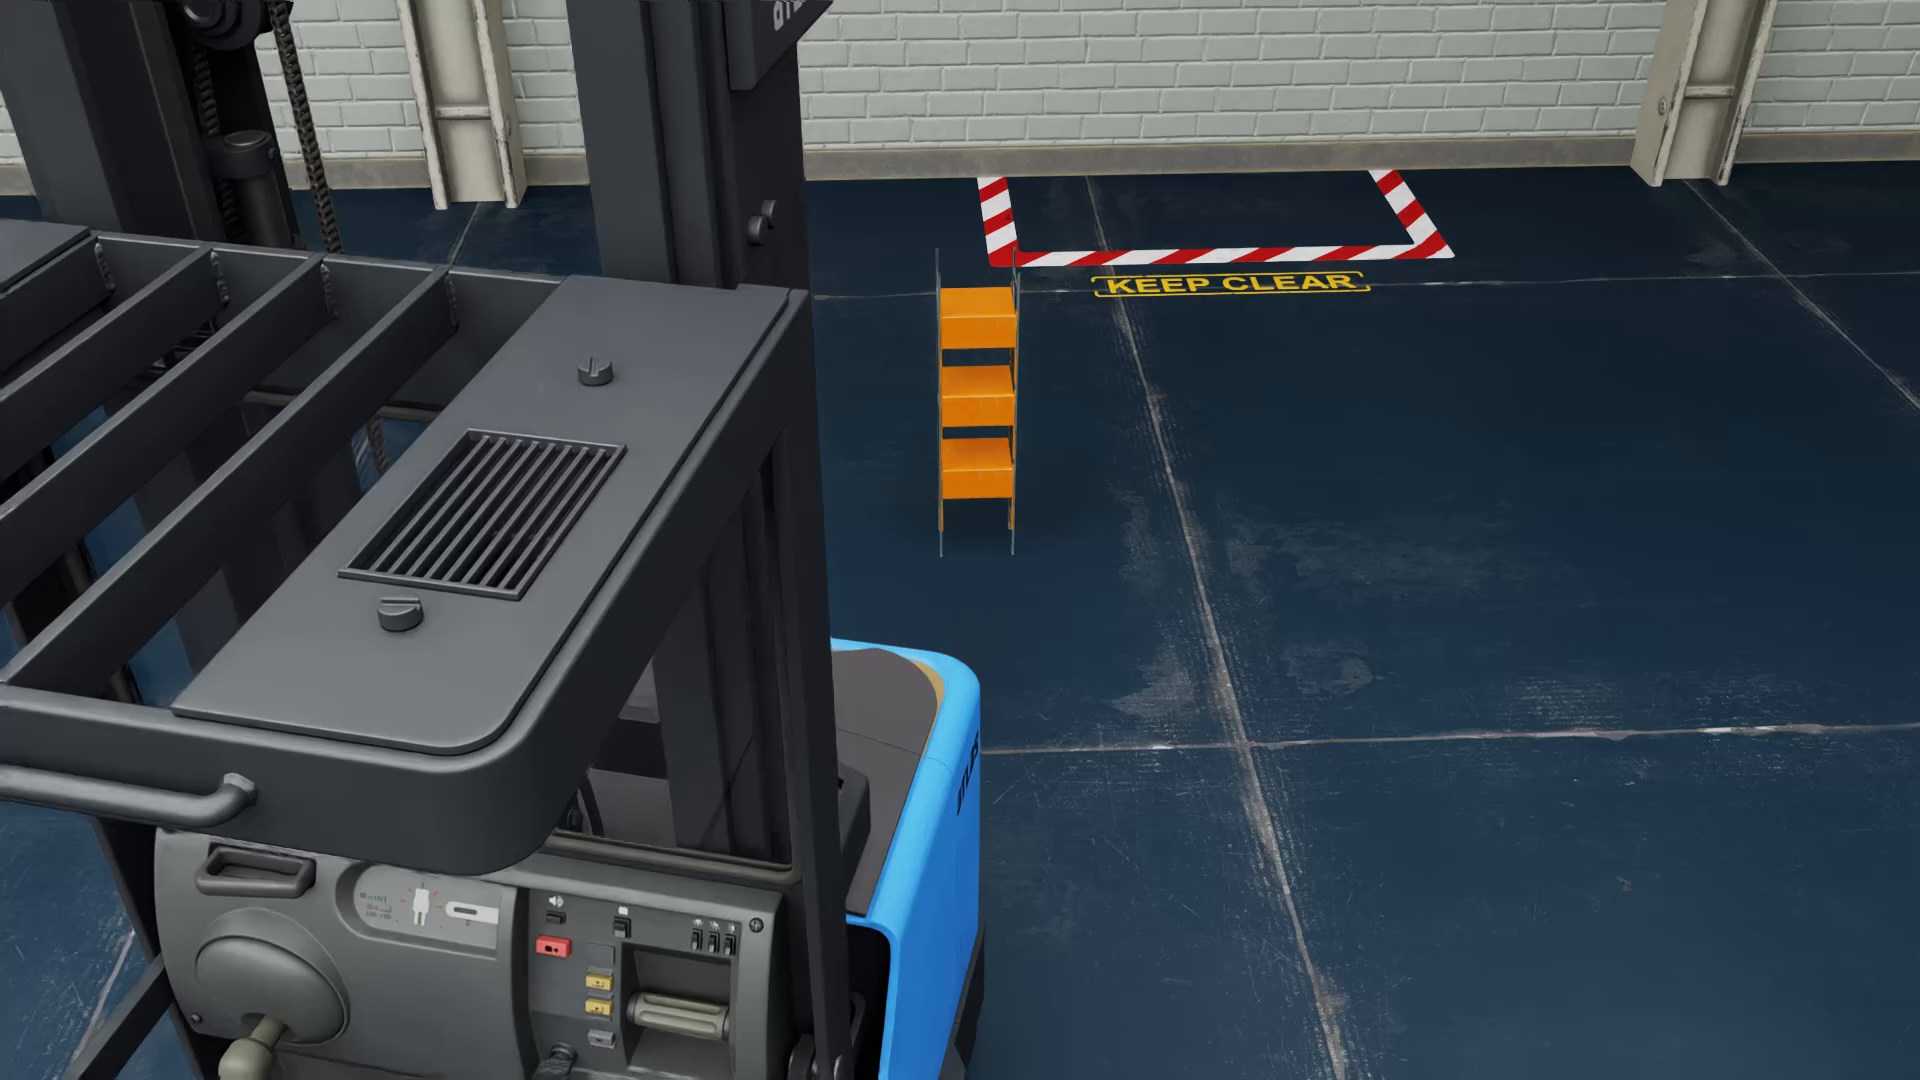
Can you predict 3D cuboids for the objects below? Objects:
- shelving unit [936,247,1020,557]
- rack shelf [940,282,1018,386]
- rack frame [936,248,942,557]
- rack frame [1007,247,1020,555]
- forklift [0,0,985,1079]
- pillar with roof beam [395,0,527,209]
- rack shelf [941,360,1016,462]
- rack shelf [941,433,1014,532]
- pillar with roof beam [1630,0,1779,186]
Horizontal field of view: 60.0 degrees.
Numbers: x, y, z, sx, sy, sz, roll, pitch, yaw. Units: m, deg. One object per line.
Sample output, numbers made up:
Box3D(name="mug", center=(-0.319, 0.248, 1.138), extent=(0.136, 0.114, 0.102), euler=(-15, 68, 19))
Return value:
Box3D(name="shelving unit", center=(0.053, -0.433, 5.453), extent=(0.252, 1.050, 0.215), euler=(-2, 35, -2))
Box3D(name="rack shelf", center=(0.053, -0.658, 5.298), extent=(0.240, 0.259, 0.215), euler=(-2, 35, -2))
Box3D(name="rack frame", center=(-0.068, -0.430, 5.449), extent=(0.008, 1.050, 0.200), euler=(-2, 35, -2))
Box3D(name="rack frame", center=(0.175, -0.436, 5.458), extent=(0.008, 1.050, 0.200), euler=(-2, 35, -2))
Box3D(name="forklift", center=(-0.752, 0.685, 2.185), extent=(1.130, 2.935, 3.031), euler=(7, 35, 10))
Box3D(name="pillar with roof beam", center=(-2.151, -2.950, 2.105), extent=(0.400, 9.000, 9.100), euler=(-2, 35, -2))
Box3D(name="rack shelf", center=(0.053, -0.424, 5.459), extent=(0.240, 0.259, 0.215), euler=(-2, 35, -2))
Box3D(name="rack shelf", center=(0.053, -0.196, 5.617), extent=(0.240, 0.259, 0.215), euler=(-2, 35, -2))
Box3D(name="pillar with roof beam", center=(3.842, -3.112, 2.339), extent=(0.400, 9.000, 9.100), euler=(-2, 35, -2))
